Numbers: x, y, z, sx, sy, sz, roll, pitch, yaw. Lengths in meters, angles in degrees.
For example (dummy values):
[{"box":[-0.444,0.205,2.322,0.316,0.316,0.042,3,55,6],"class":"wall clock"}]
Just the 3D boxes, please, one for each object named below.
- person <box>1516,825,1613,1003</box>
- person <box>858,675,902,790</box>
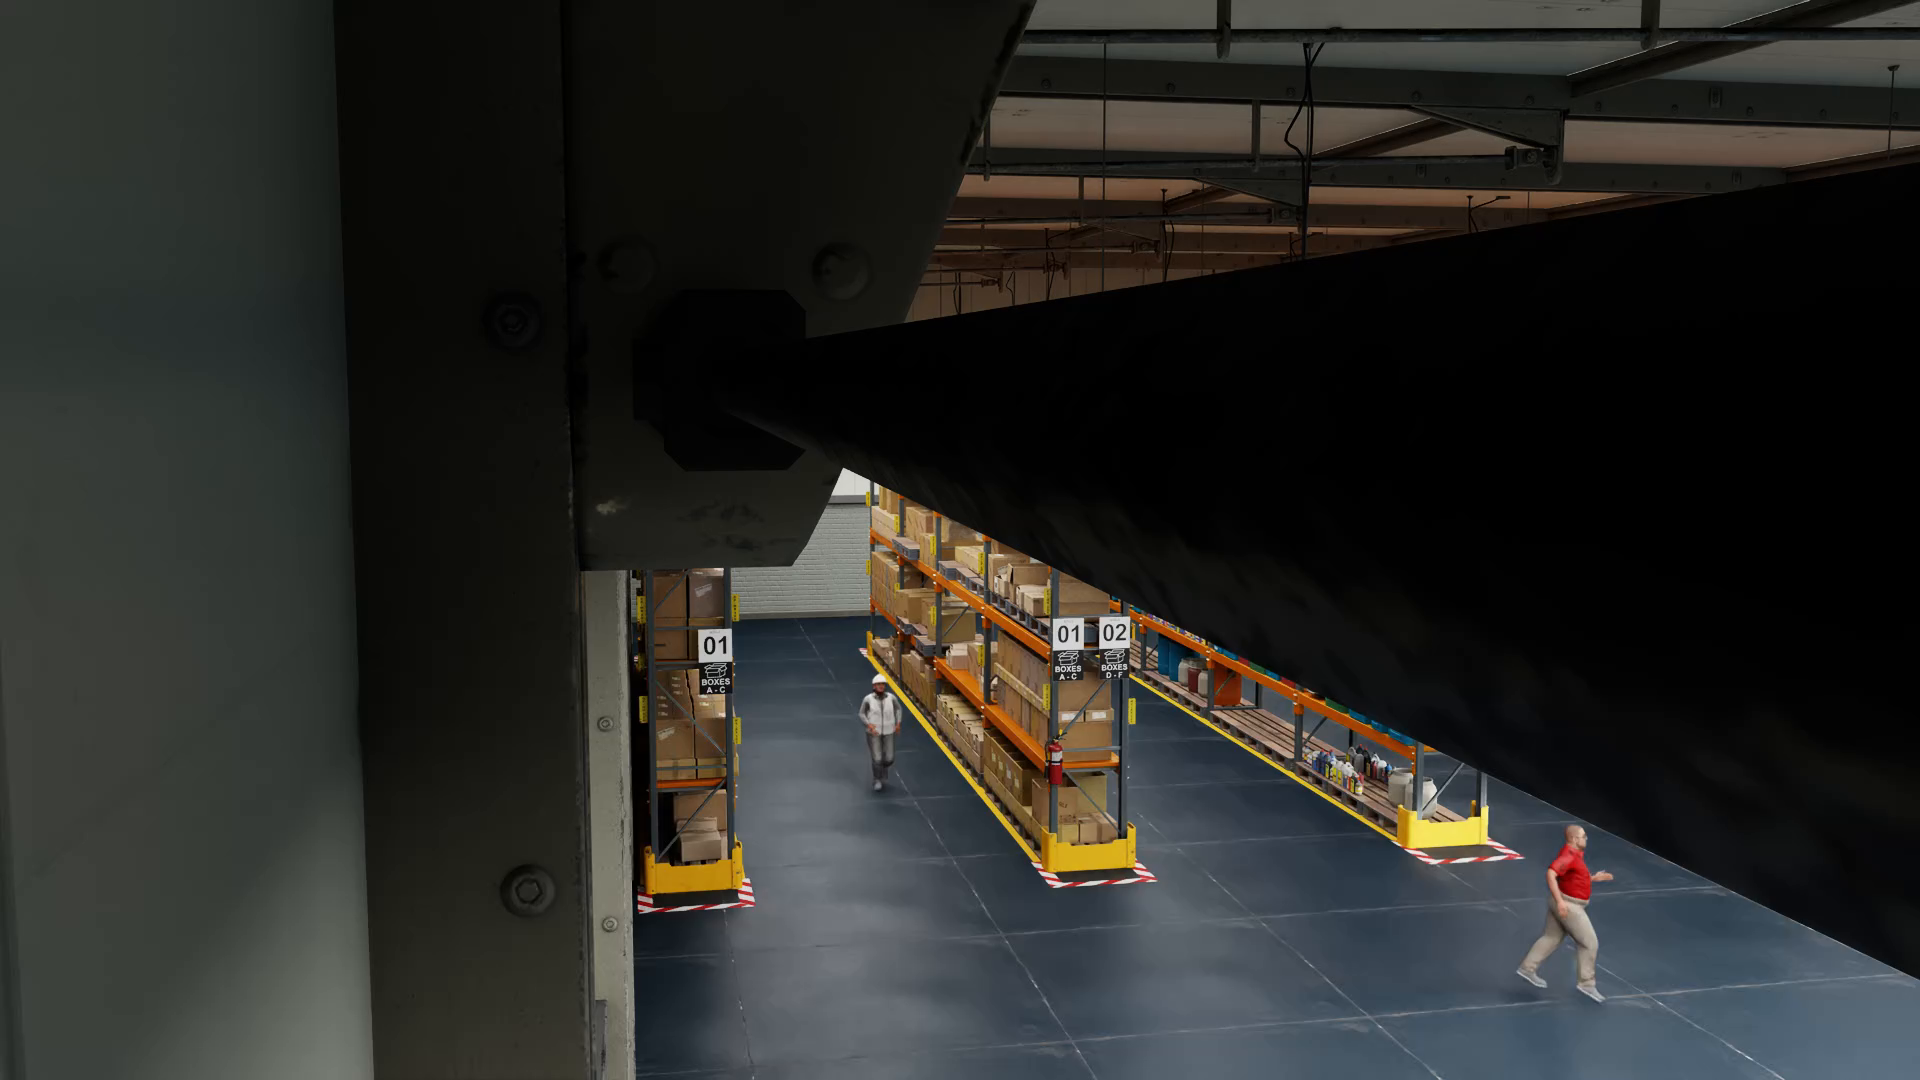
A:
[{"box":[6.086,3.731,16.682,0.875,1.789,0.634,1,6,7],"class":"person"},{"box":[-1.182,2.871,24.946,0.692,1.730,0.596,-2,6,-15],"class":"person"}]
